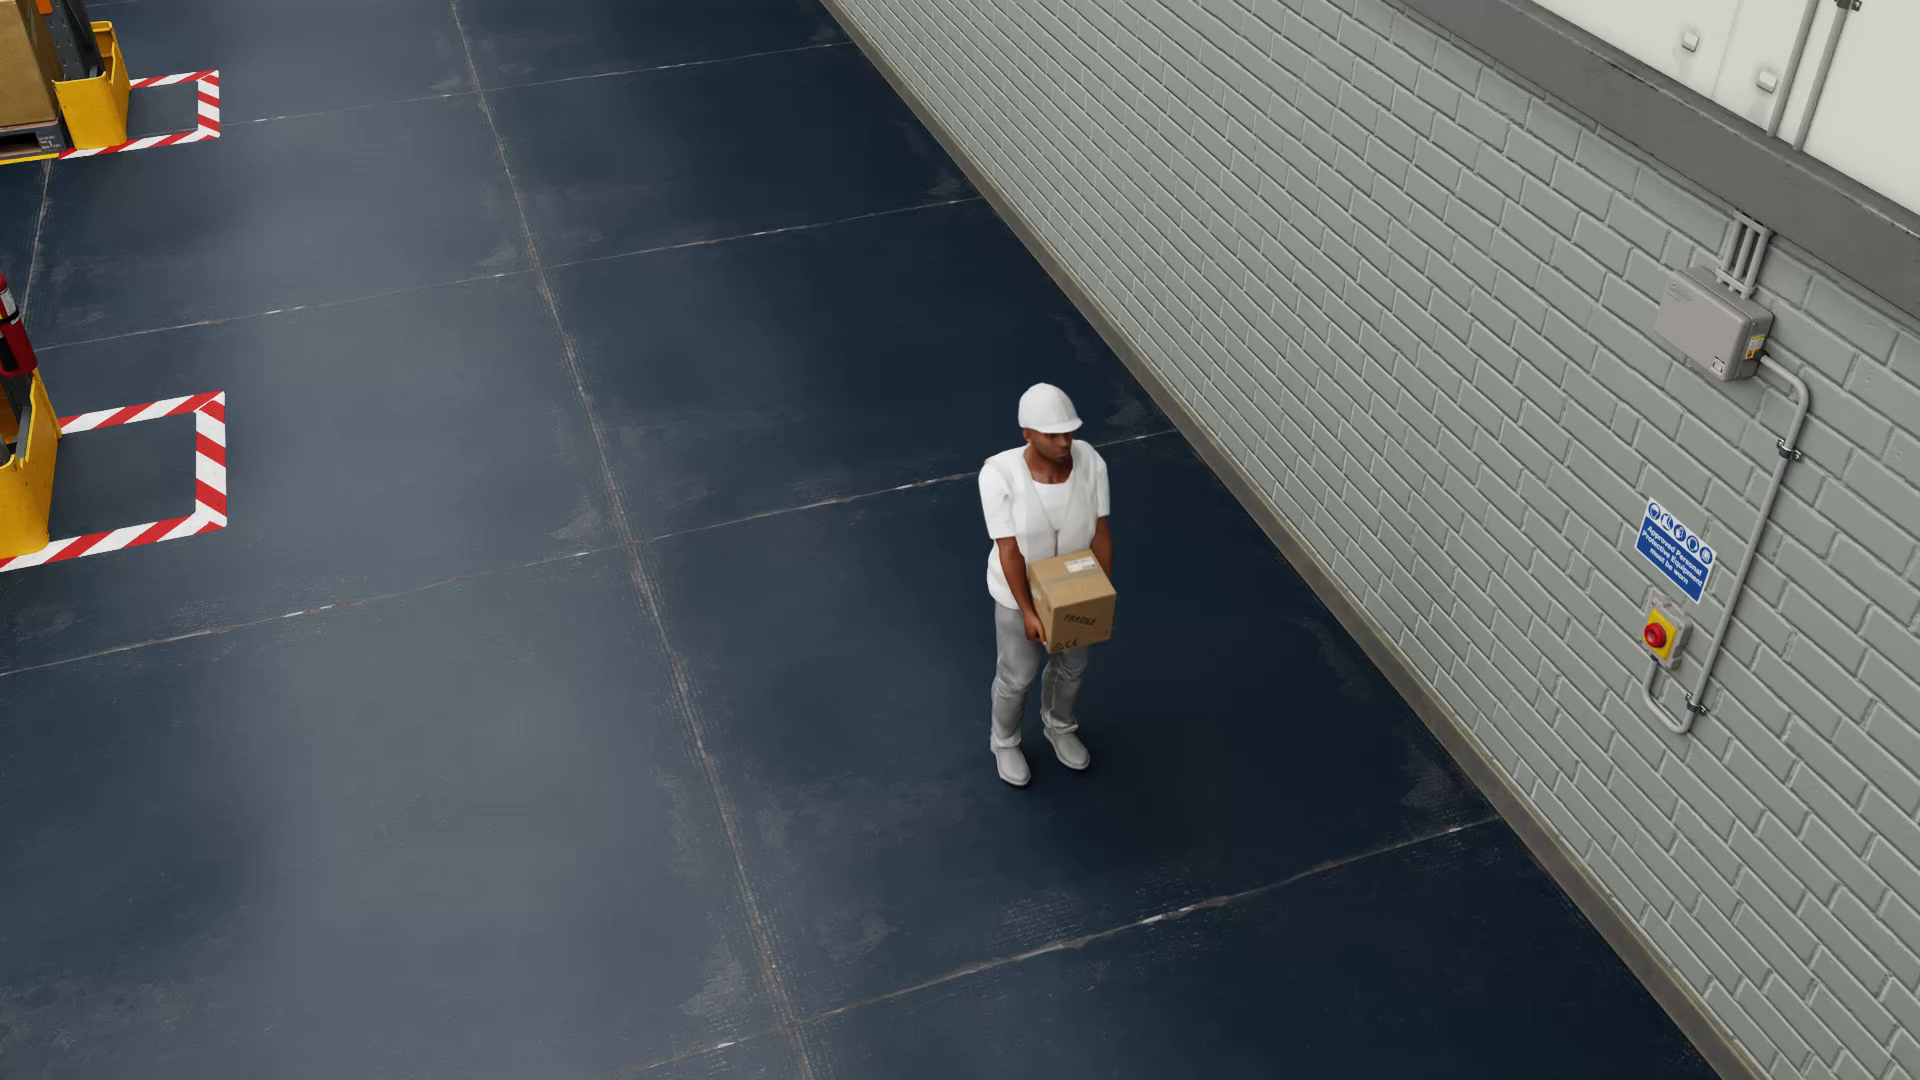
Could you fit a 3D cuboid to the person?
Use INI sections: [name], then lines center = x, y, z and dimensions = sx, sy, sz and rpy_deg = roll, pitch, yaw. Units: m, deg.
[person]
center = 0.336, 0.190, 6.522
dimensions = 0.503, 1.760, 0.404
rpy_deg = -12, 39, -15
